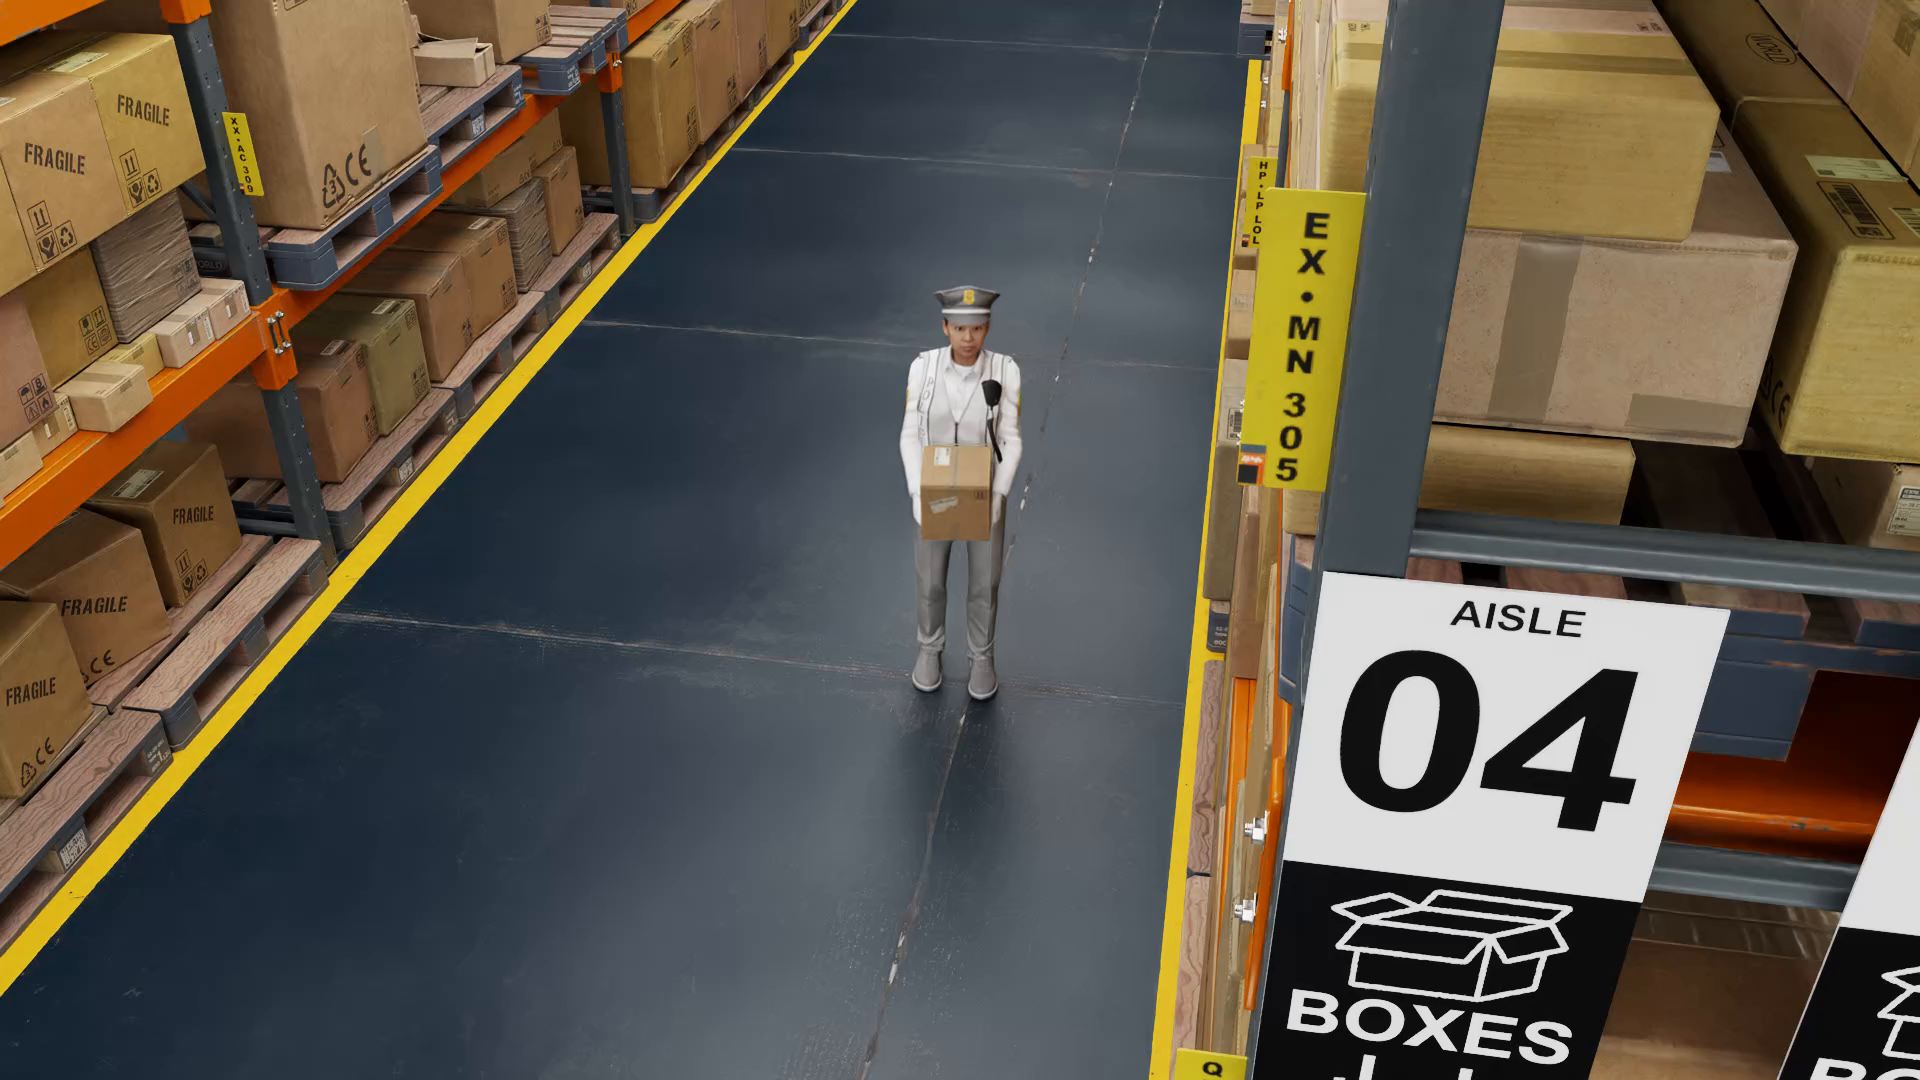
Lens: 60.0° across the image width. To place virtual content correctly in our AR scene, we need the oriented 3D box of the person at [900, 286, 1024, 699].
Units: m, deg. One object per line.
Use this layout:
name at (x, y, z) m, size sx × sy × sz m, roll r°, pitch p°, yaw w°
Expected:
person at (0.006, -0.154, 6.348) m, size 0.466 × 1.693 × 0.559 m, roll 1°, pitch 33°, yaw 2°
